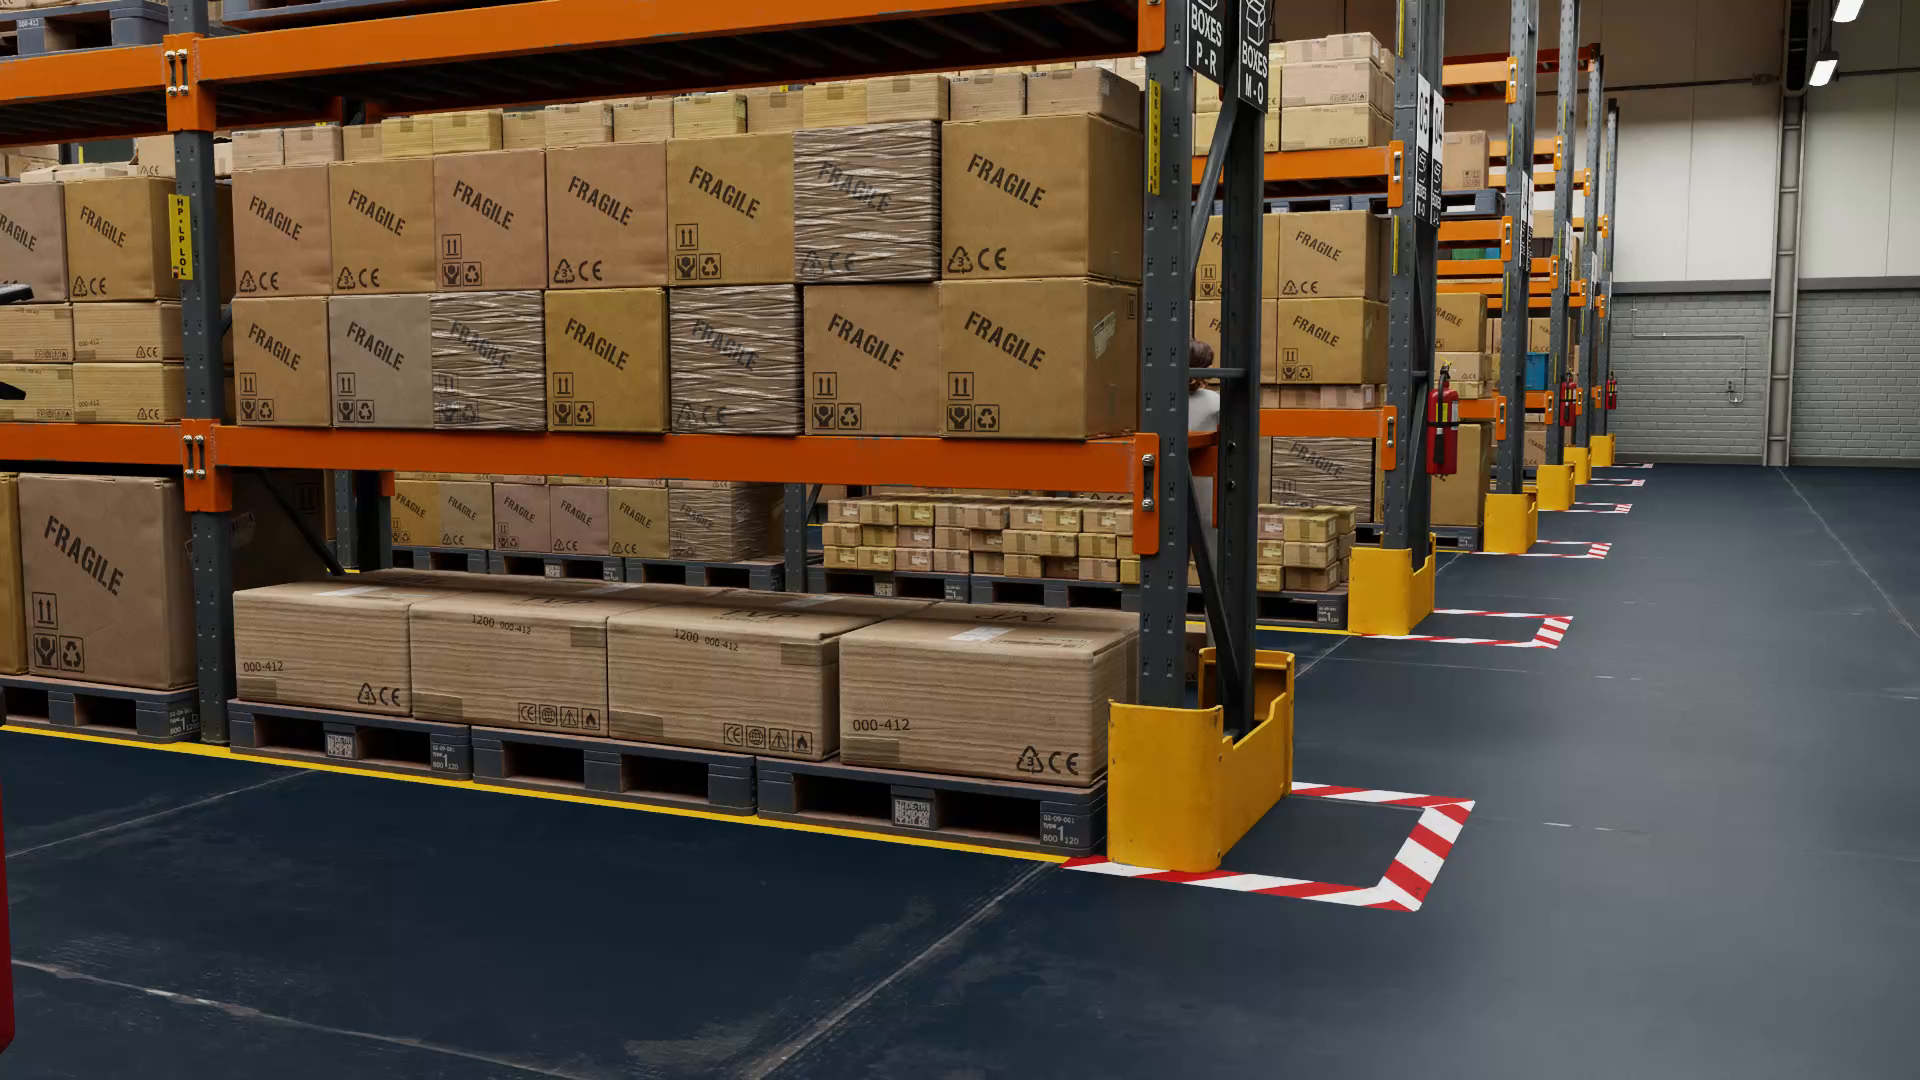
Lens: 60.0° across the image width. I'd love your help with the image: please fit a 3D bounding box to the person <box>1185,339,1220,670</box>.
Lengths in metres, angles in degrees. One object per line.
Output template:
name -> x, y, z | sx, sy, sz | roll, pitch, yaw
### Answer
person -> 1.123, -0.121, 7.966 | 0.505, 1.673, 0.358 | 2, 6, 22
